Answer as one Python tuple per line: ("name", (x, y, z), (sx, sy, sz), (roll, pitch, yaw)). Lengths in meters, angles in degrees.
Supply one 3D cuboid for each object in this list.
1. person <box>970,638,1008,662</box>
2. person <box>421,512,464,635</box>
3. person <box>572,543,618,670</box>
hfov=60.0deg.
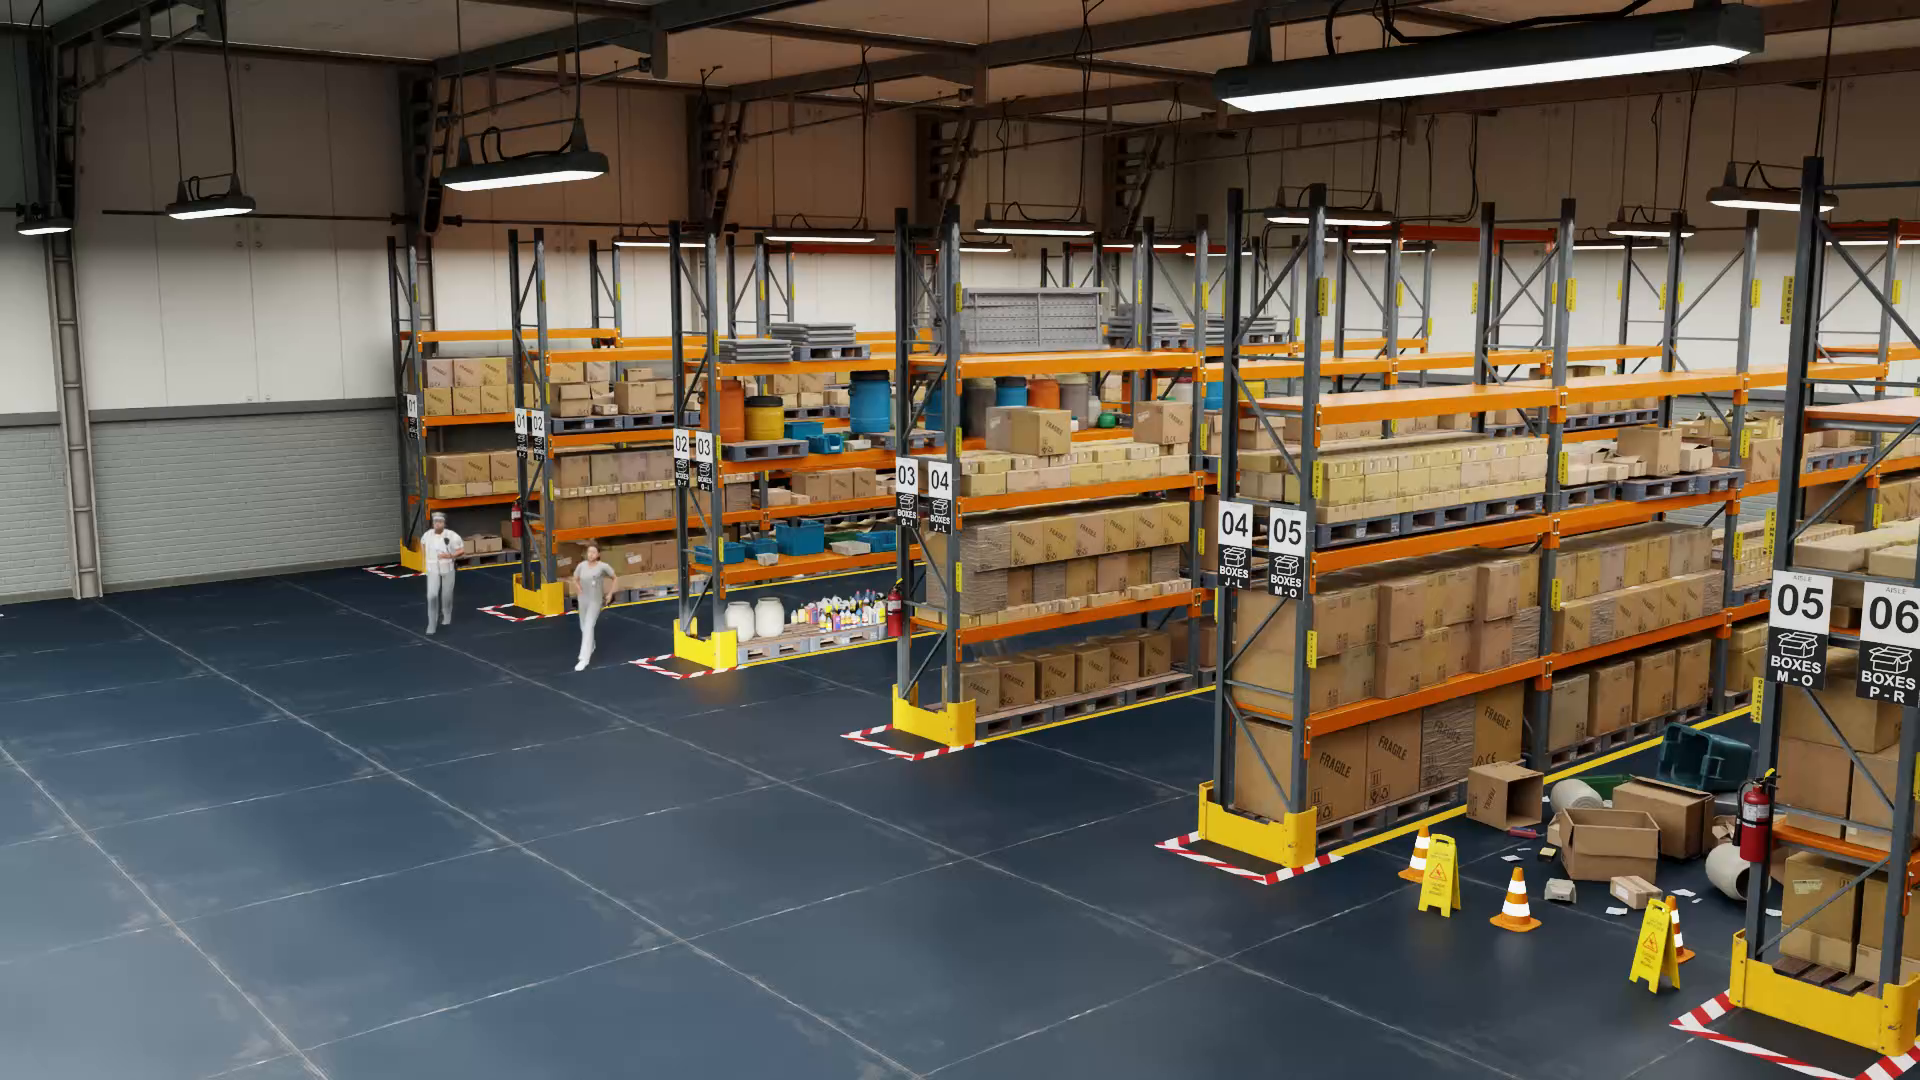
("person", (0.371, 0.935, 21.968), (0.671, 1.801, 0.728), (7, 11, 38))
("person", (-7.753, 0.480, 24.948), (0.653, 1.855, 0.744), (-1, 9, -9))
("person", (-4.988, 0.862, 22.512), (0.577, 1.670, 0.886), (2, 9, 12))
